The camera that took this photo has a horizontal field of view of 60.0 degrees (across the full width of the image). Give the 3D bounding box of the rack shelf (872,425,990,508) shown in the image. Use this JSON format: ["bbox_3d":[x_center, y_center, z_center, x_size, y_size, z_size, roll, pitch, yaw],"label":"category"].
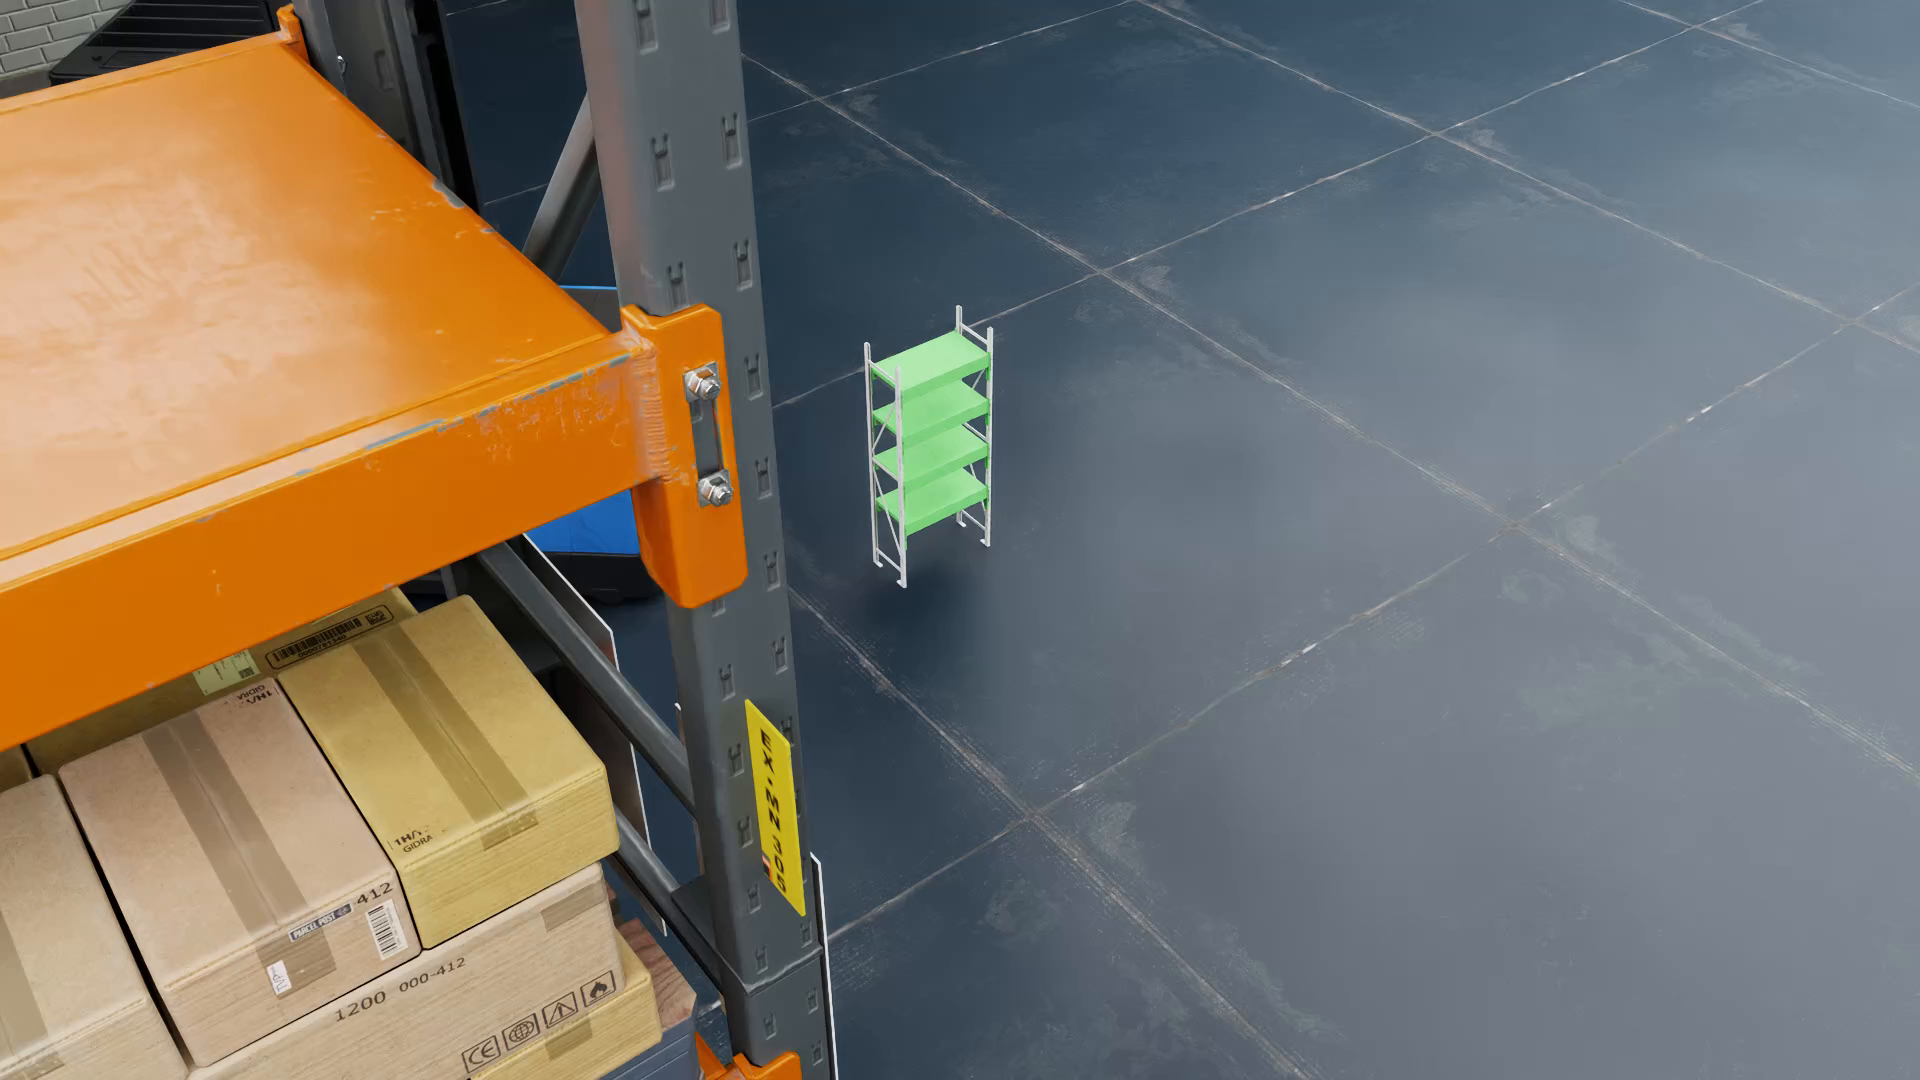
[{"bbox_3d":[-0.131,-0.351,7.466,0.480,0.148,0.258,-26,46,-28],"label":"rack shelf"}]

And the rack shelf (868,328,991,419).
[{"bbox_3d":[-0.131,-0.722,7.161,0.480,0.148,0.258,-26,46,-28],"label":"rack shelf"}]

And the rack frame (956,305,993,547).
[{"bbox_3d":[0.062,-0.494,7.540,0.015,1.200,0.240,-26,46,-28],"label":"rack frame"}]

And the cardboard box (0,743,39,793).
[{"bbox_3d":[-1.494,0.372,2.174,0.500,0.250,0.500,-27,46,-29],"label":"cardboard box"}]

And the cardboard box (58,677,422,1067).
[{"bbox_3d":[-0.813,0.360,1.874,0.250,0.149,0.380,-26,46,-28],"label":"cardboard box"}]

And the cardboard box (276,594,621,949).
[{"bbox_3d":[-0.614,0.264,1.991,0.250,0.149,0.380,-26,46,-28],"label":"cardboard box"}]

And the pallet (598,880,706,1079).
[{"bbox_3d":[-1.135,0.702,2.368,1.213,0.211,1.003,-26,46,-28],"label":"pallet"}]

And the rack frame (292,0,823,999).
[{"bbox_3d":[-0.554,-0.784,1.745,0.127,3.000,1.000,-26,46,-28],"label":"rack frame"}]

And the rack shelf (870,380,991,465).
[{"bbox_3d":[-0.131,-0.536,7.313,0.480,0.148,0.258,-26,46,-28],"label":"rack shelf"}]

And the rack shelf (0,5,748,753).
[{"bbox_3d":[-2.139,0.421,1.157,4.000,0.370,1.077,-26,46,-28],"label":"rack shelf"}]

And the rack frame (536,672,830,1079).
[{"bbox_3d":[-0.554,1.535,3.647,0.127,3.000,1.000,-26,46,-28],"label":"rack frame"}]

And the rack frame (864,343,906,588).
[{"bbox_3d":[-0.325,-0.306,7.310,0.015,1.200,0.240,-26,46,-28],"label":"rack frame"}]

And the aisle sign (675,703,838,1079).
[{"bbox_3d":[-0.315,0.653,2.672,0.004,0.787,0.394,-26,46,-28],"label":"aisle sign"}]

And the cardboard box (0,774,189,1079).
[{"bbox_3d":[-1.016,0.459,1.754,0.250,0.149,0.380,-25,46,-27],"label":"cardboard box"}]

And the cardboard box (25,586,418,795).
[{"bbox_3d":[-1.093,0.175,2.414,0.500,0.250,0.500,-26,46,-28],"label":"cardboard box"}]

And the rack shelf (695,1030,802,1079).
[{"bbox_3d":[-2.139,1.426,1.982,4.000,0.370,1.077,-26,46,-28],"label":"rack shelf"}]

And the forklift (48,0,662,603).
[{"bbox_3d":[-2.816,-1.204,7.040,3.031,2.935,1.130,2,39,3],"label":"forklift"}]

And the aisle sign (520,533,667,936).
[{"bbox_3d":[-0.680,0.352,3.040,0.004,0.787,0.394,-26,46,-28],"label":"aisle sign"}]

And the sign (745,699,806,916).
[{"bbox_3d":[-0.234,0.342,2.101,0.005,0.325,0.100,-26,46,-28],"label":"sign"}]

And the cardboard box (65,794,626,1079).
[{"bbox_3d":[-0.771,0.447,2.082,0.500,0.250,0.500,-25,46,-28],"label":"cardboard box"}]

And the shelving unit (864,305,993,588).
[{"bbox_3d":[-0.131,-0.400,7.425,0.503,1.200,0.258,-26,46,-28],"label":"shelving unit"}]

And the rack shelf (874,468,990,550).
[{"bbox_3d":[-0.131,-0.165,7.618,0.480,0.148,0.258,-26,46,-28],"label":"rack shelf"}]

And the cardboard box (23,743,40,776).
[{"bbox_3d":[-1.421,0.438,2.407,0.250,0.149,0.380,-26,46,-28],"label":"cardboard box"}]

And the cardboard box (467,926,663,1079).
[{"bbox_3d":[-0.611,0.570,2.246,0.250,0.149,0.380,-26,46,-28],"label":"cardboard box"}]
